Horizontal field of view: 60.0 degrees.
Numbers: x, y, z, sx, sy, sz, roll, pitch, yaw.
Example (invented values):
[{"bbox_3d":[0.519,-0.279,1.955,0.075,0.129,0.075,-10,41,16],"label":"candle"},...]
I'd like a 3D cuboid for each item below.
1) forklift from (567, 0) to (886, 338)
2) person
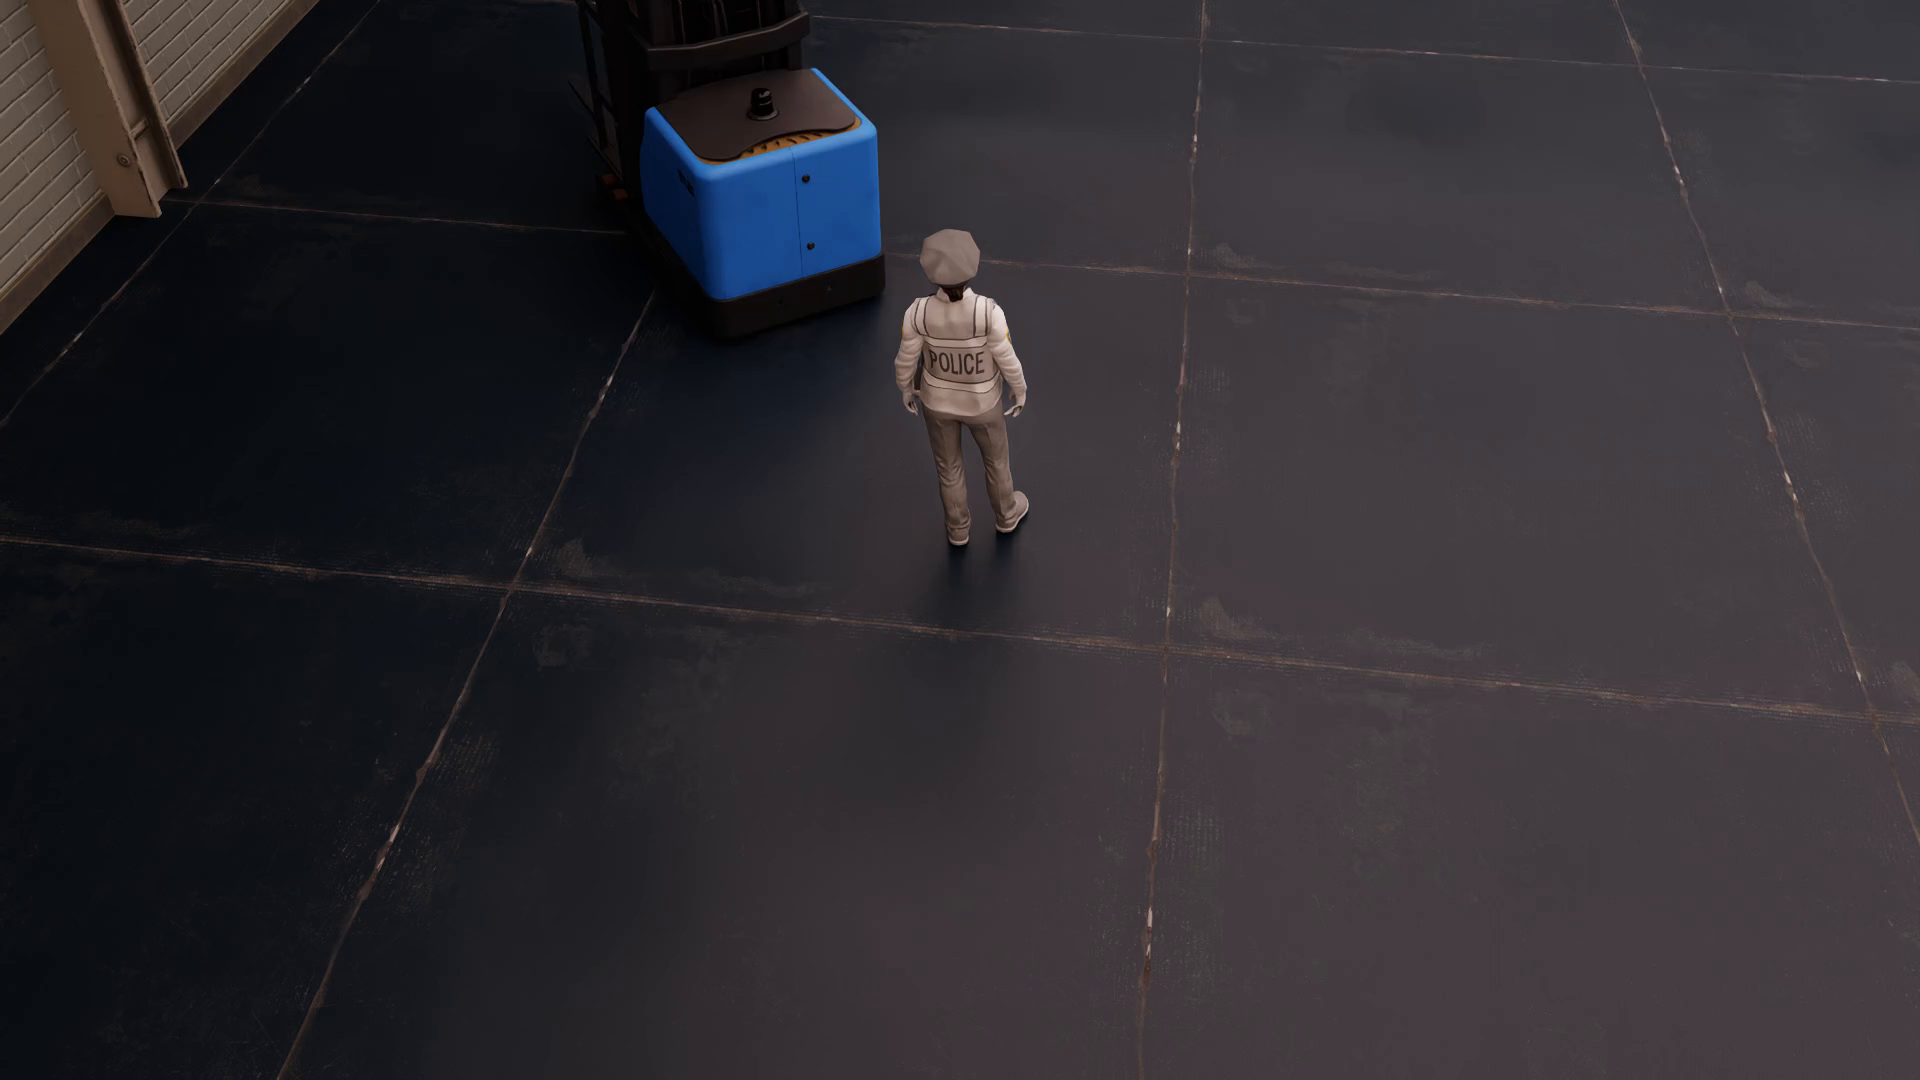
[{"bbox_3d":[-1.558,-3.157,9.161,1.130,2.935,3.031,-20,46,-20],"label":"forklift"},{"bbox_3d":[0.015,-0.672,7.362,0.588,1.693,0.533,5,43,6],"label":"person"}]
